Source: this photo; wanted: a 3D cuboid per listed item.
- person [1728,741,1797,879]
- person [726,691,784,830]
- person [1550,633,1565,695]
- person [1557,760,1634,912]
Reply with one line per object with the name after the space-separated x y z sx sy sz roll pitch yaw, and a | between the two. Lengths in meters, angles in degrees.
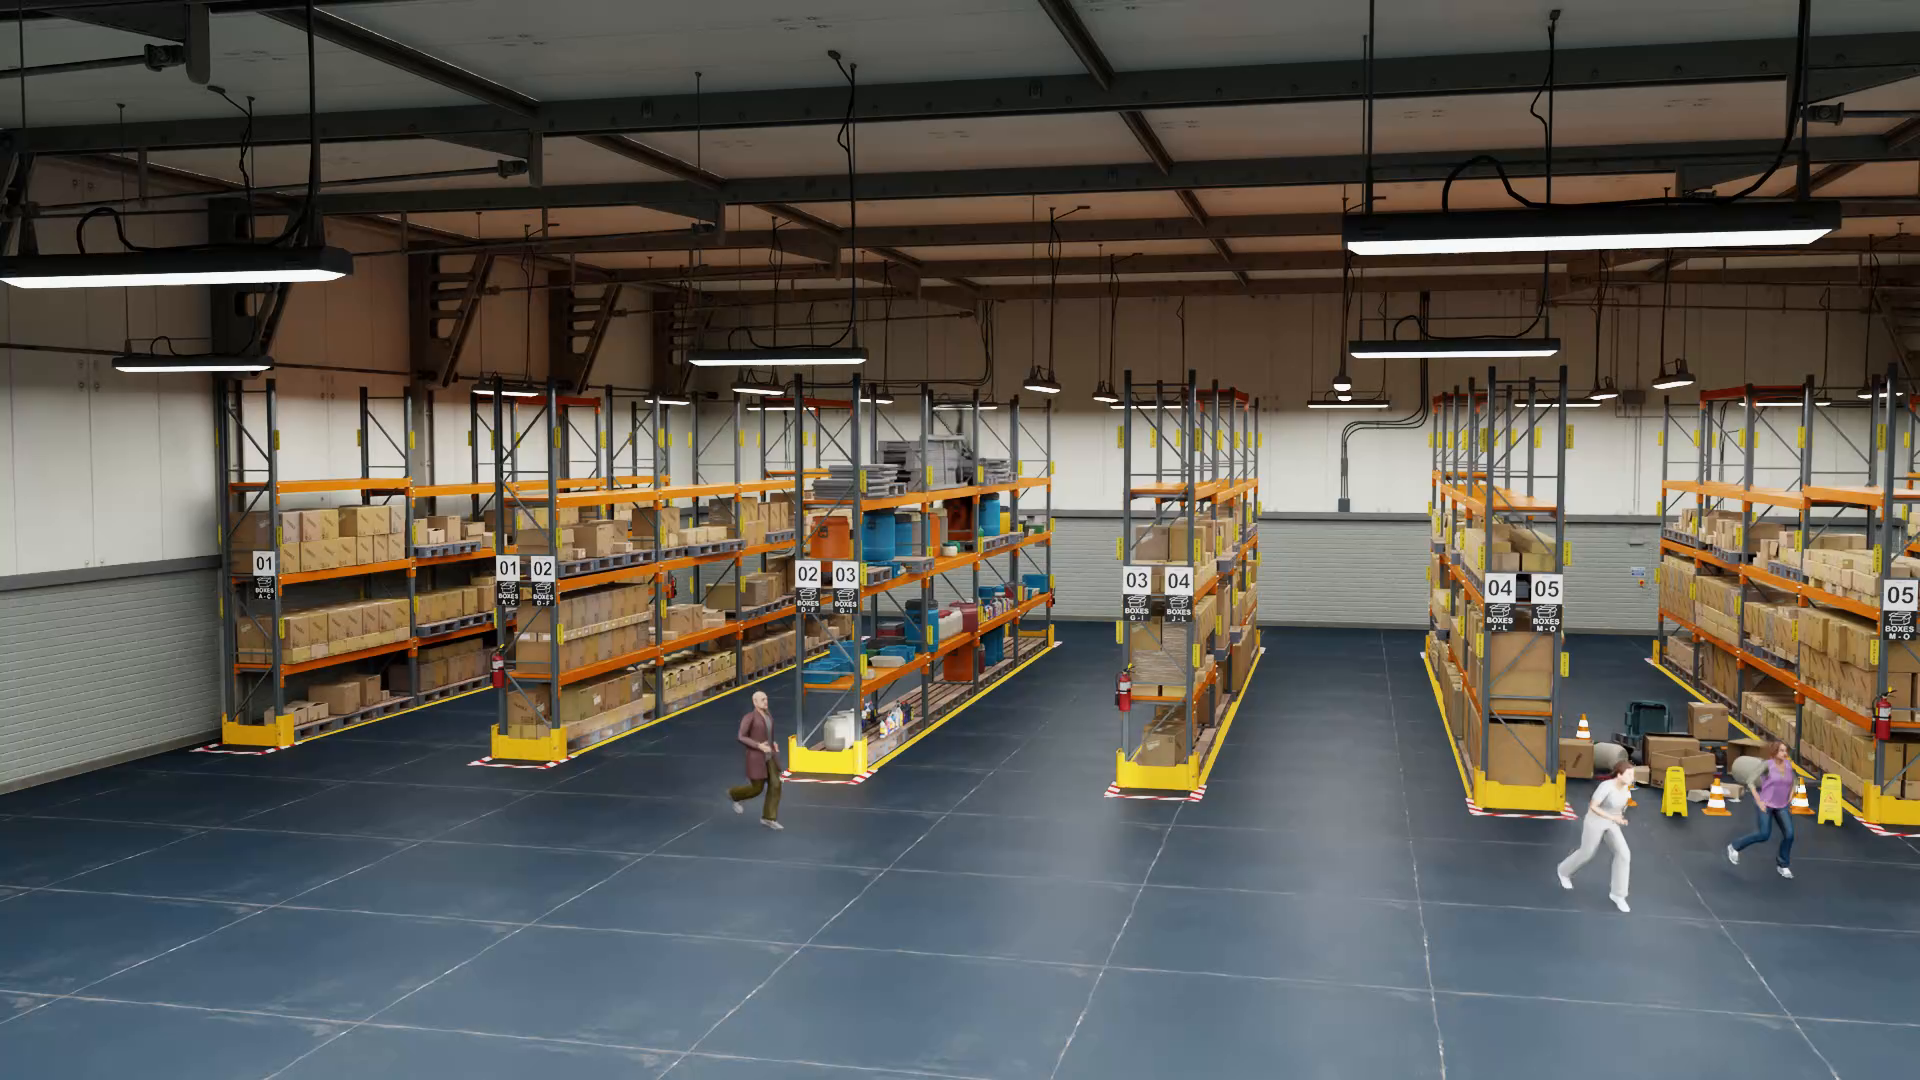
9.314 3.094 19.205 0.685 1.586 0.583 -1 4 -15 | person
-2.632 2.850 21.607 0.902 1.790 0.720 2 4 35 | person
11.340 2.276 31.986 0.579 1.656 1.060 1 4 15 | person
6.907 3.143 18.061 0.604 1.627 0.982 -2 4 -32 | person
